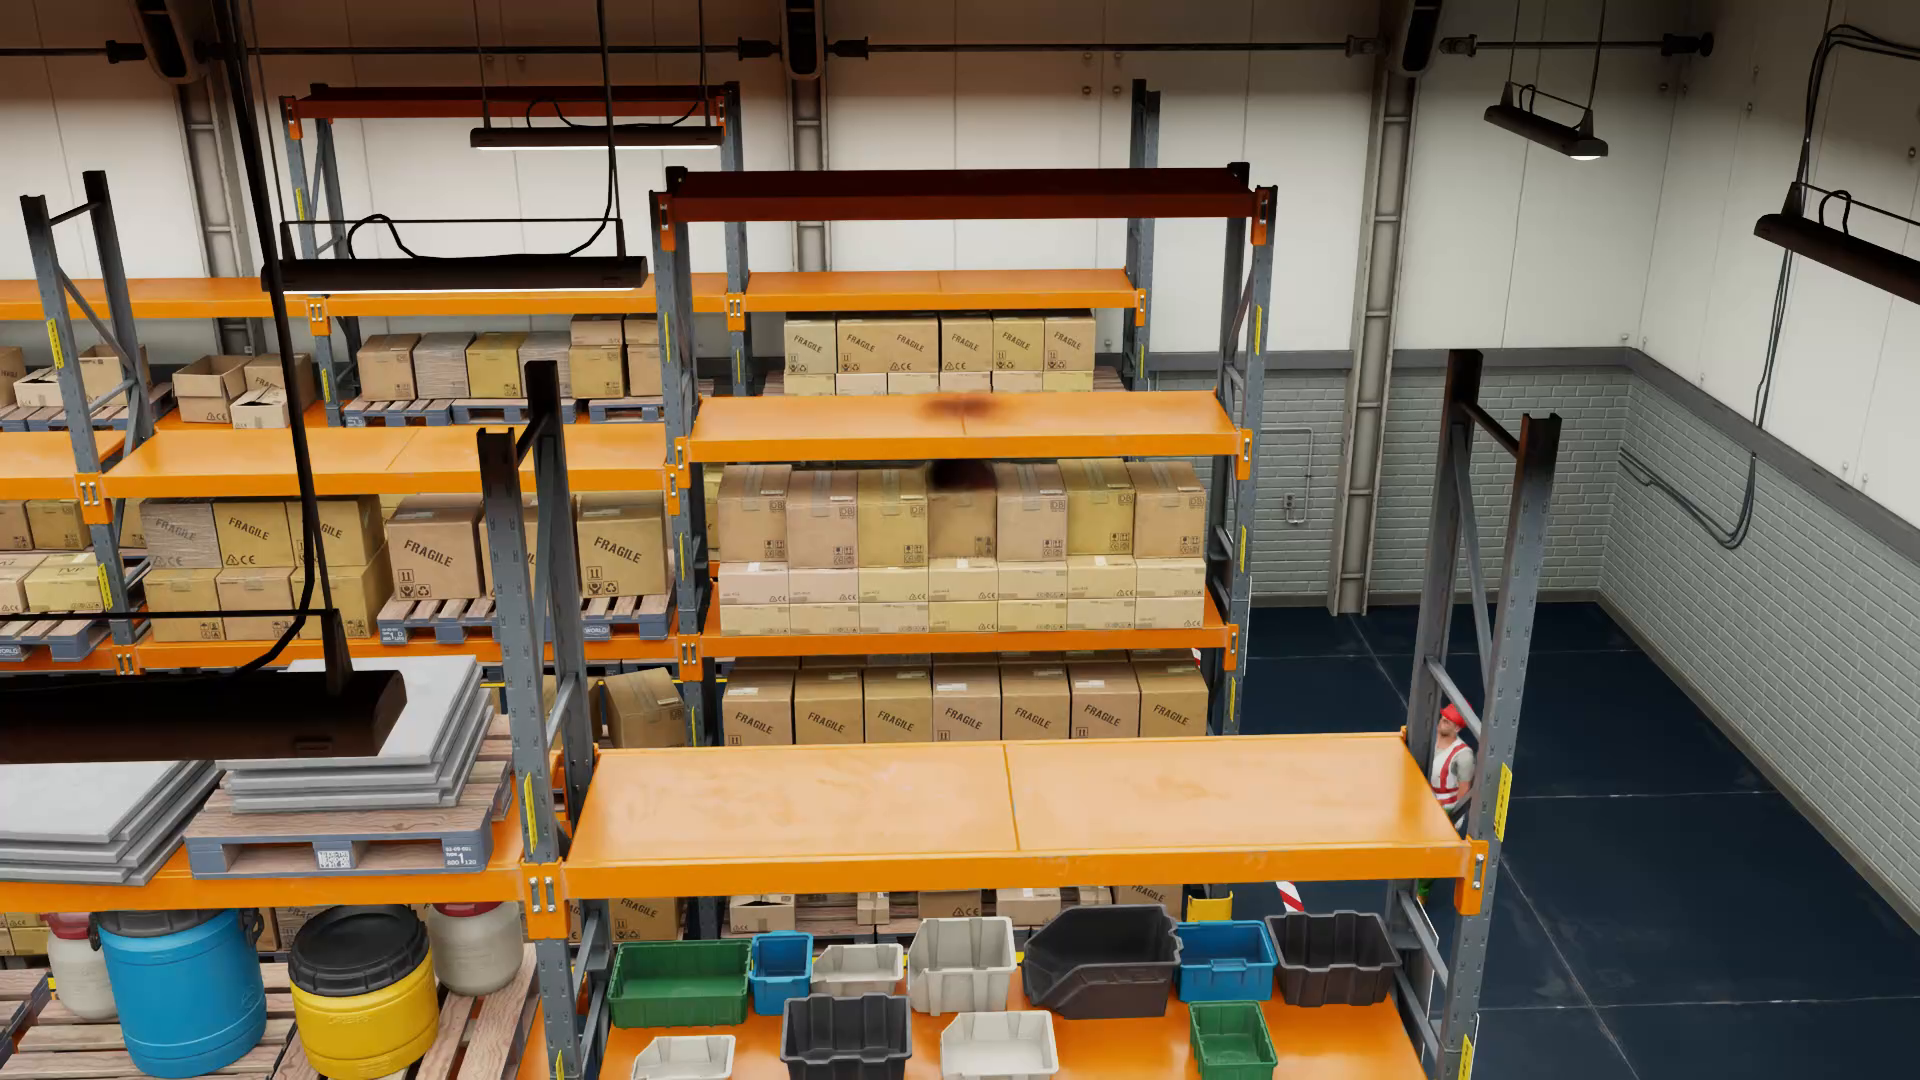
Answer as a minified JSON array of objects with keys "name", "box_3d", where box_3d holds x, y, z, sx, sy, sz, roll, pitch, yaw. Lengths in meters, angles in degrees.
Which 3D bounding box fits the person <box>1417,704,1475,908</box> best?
[{"name":"person","box_3d":[3.890,2.114,13.595,0.588,1.745,0.797,15,27,33]}]
